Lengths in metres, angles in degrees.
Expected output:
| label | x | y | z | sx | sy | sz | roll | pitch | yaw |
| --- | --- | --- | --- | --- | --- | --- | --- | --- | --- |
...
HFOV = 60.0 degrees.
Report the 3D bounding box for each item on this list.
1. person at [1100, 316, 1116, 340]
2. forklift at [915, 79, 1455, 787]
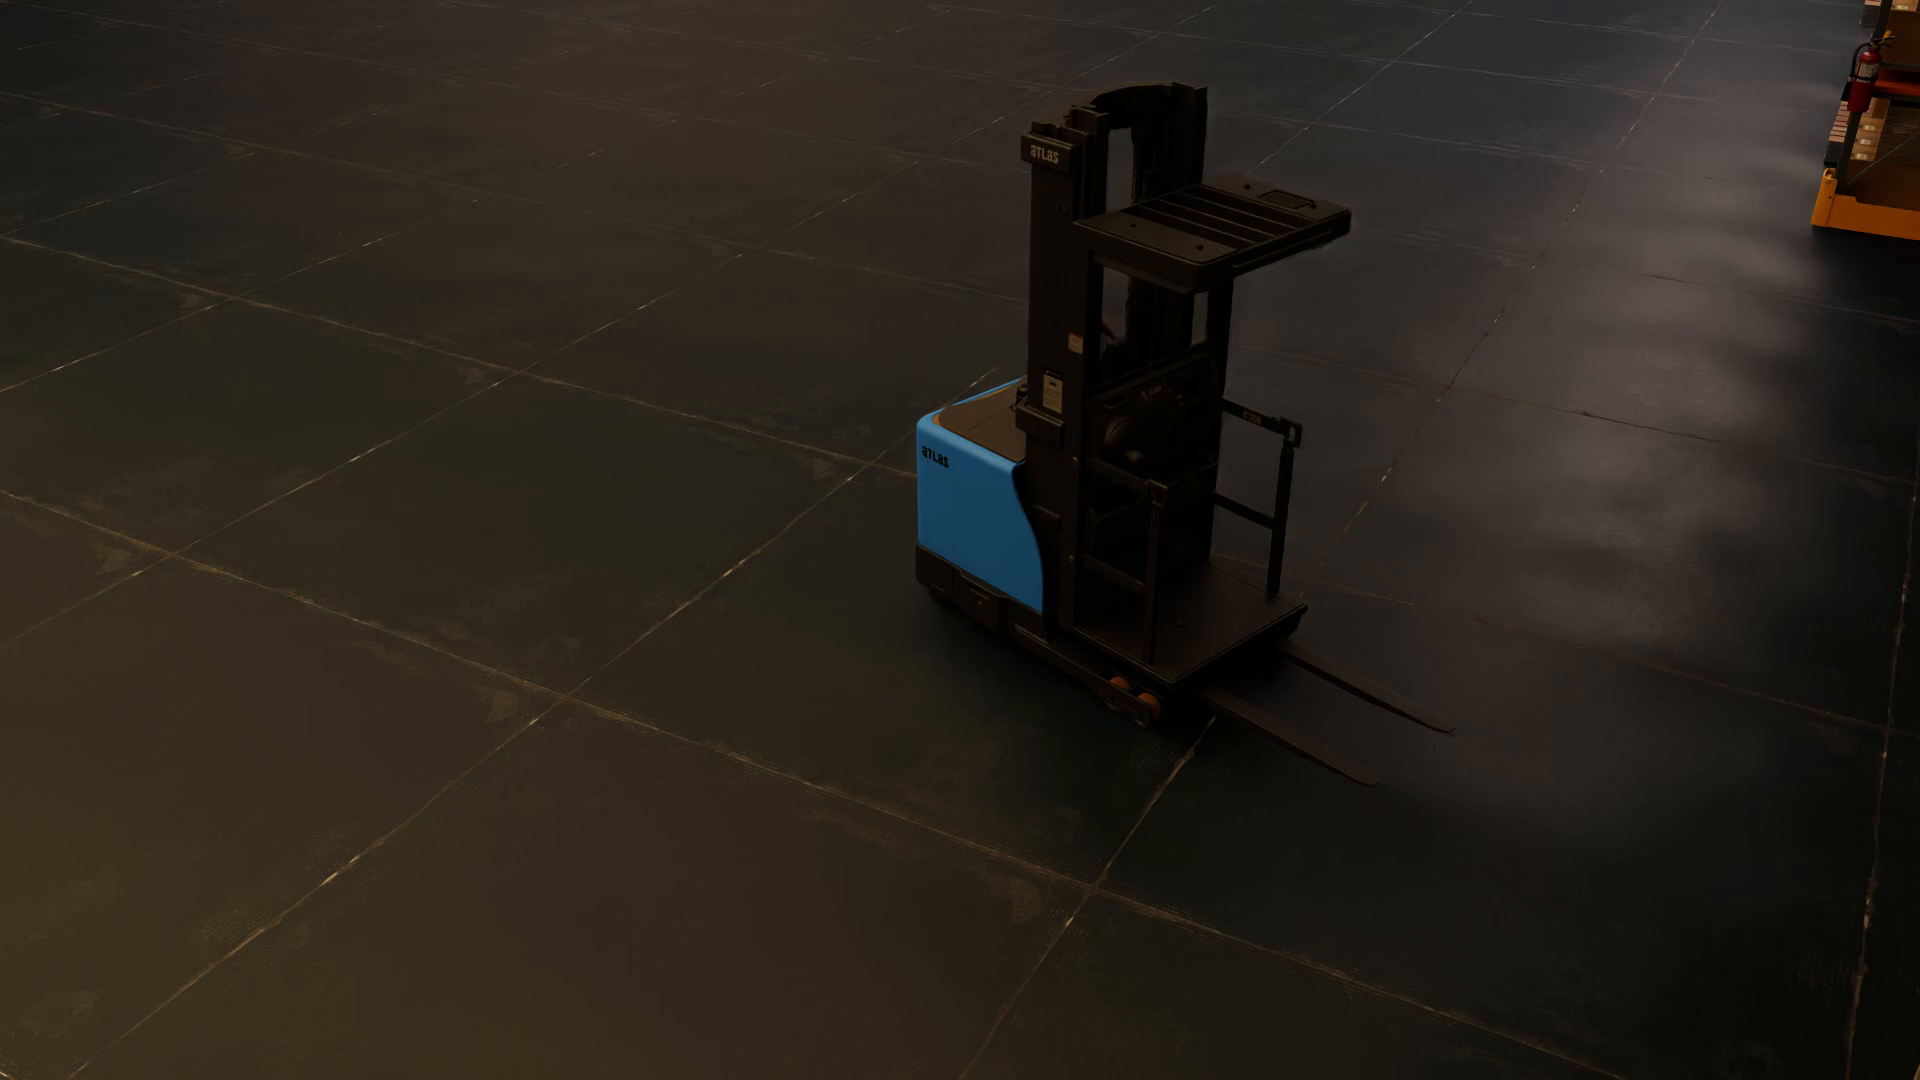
| label | x | y | z | sx | sy | sz | roll | pitch | yaw |
| --- | --- | --- | --- | --- | --- | --- | --- | --- | --- |
| person | 0.770 | -1.238 | 10.803 | 0.652 | 1.446 | 0.844 | 3 | 30 | 6 |
| forklift | 1.113 | -0.619 | 8.144 | 1.130 | 2.935 | 3.031 | -25 | 38 | -36 |
